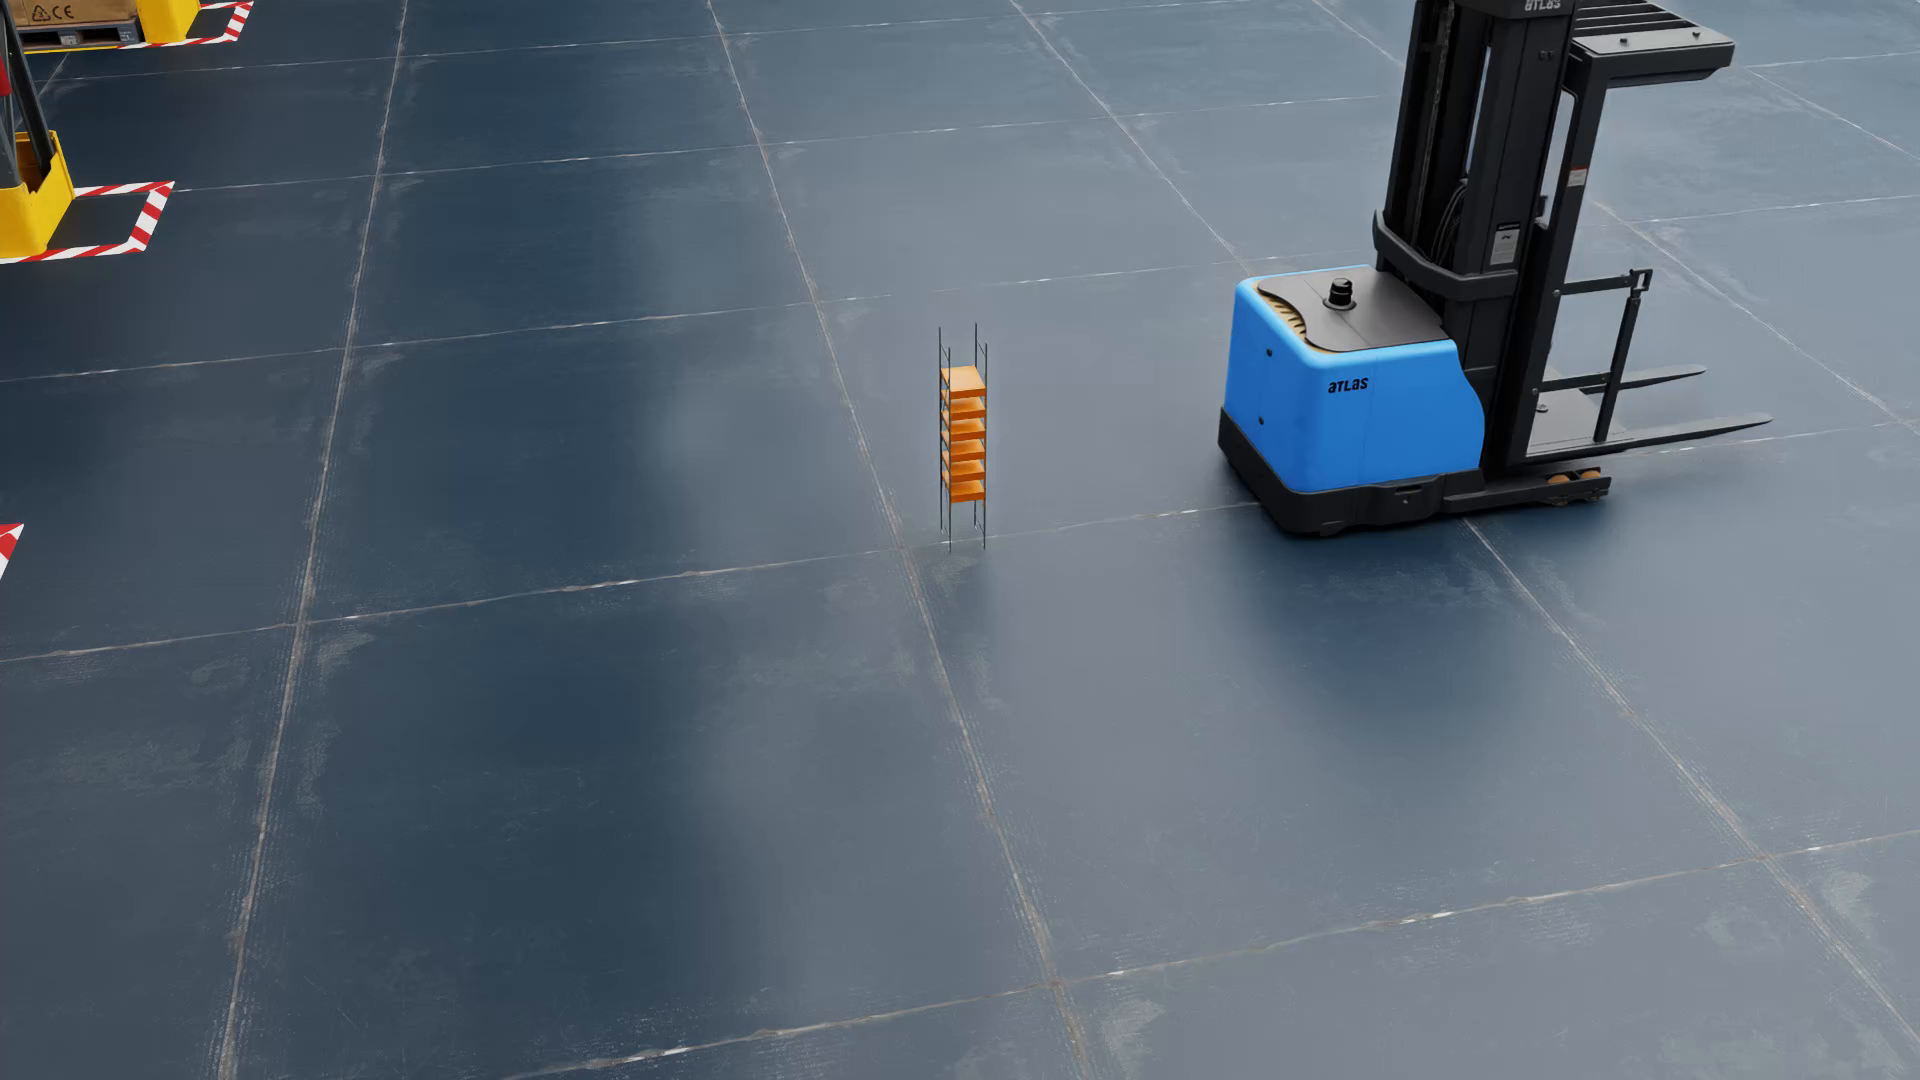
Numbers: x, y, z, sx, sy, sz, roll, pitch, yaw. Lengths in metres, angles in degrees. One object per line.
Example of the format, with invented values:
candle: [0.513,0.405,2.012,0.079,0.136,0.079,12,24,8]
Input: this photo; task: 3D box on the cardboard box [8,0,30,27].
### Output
cardboard box: [-9.203,-5.335,15.538,0.875,0.875,0.875,-8,35,-11]

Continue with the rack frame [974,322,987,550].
rack frame: [0.103,-0.511,8.435,0.006,1.200,0.240,-7,35,-11]

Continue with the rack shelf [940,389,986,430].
rack shelf: [0.014,-0.662,8.309,0.180,0.103,0.258,-7,35,-11]

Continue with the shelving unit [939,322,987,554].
shelving unit: [0.014,-0.500,8.418,0.189,1.200,0.258,-7,35,-11]

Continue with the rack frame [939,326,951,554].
rack frame: [-0.075,-0.489,8.402,0.006,1.200,0.240,-7,35,-11]

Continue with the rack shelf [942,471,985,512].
rack shelf: [0.014,-0.264,8.577,0.180,0.103,0.258,-7,35,-11]

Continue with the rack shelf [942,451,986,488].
rack shelf: [0.014,-0.363,8.510,0.180,0.103,0.258,-7,35,-11]

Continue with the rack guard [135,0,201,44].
rack guard: [-7.675,-5.236,16.104,0.348,0.500,1.175,-7,35,-11]

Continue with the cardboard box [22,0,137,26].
cardboard box: [-8.345,-5.444,15.701,0.875,0.875,0.875,-7,34,-10]

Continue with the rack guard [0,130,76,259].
rack guard: [-6.777,-2.516,12.050,0.348,0.500,1.175,-7,35,-11]

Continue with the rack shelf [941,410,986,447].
rack shelf: [0.014,-0.563,8.376,0.180,0.103,0.258,-7,35,-11]

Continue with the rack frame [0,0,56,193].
rack frame: [-6.702,-3.563,11.368,0.127,3.000,1.000,-7,35,-11]

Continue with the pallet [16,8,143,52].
pallet: [-8.461,-4.973,15.971,1.213,0.211,1.003,-7,35,-11]

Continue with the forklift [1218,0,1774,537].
forklift: [3.037,-1.677,8.619,3.031,2.935,1.130,-8,35,-12]

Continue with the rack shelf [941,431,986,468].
rack shelf: [0.014,-0.463,8.443,0.180,0.103,0.258,-7,35,-11]

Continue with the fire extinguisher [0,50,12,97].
fire extinguisher: [-6.489,-3.295,11.037,0.183,0.674,0.296,-7,35,-11]

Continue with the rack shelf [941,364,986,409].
rack shelf: [0.014,-0.762,8.242,0.180,0.103,0.258,-7,35,-11]

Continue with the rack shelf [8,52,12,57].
rack shelf: [-8.653,-3.019,11.202,4.000,0.370,1.077,-7,35,-11]
